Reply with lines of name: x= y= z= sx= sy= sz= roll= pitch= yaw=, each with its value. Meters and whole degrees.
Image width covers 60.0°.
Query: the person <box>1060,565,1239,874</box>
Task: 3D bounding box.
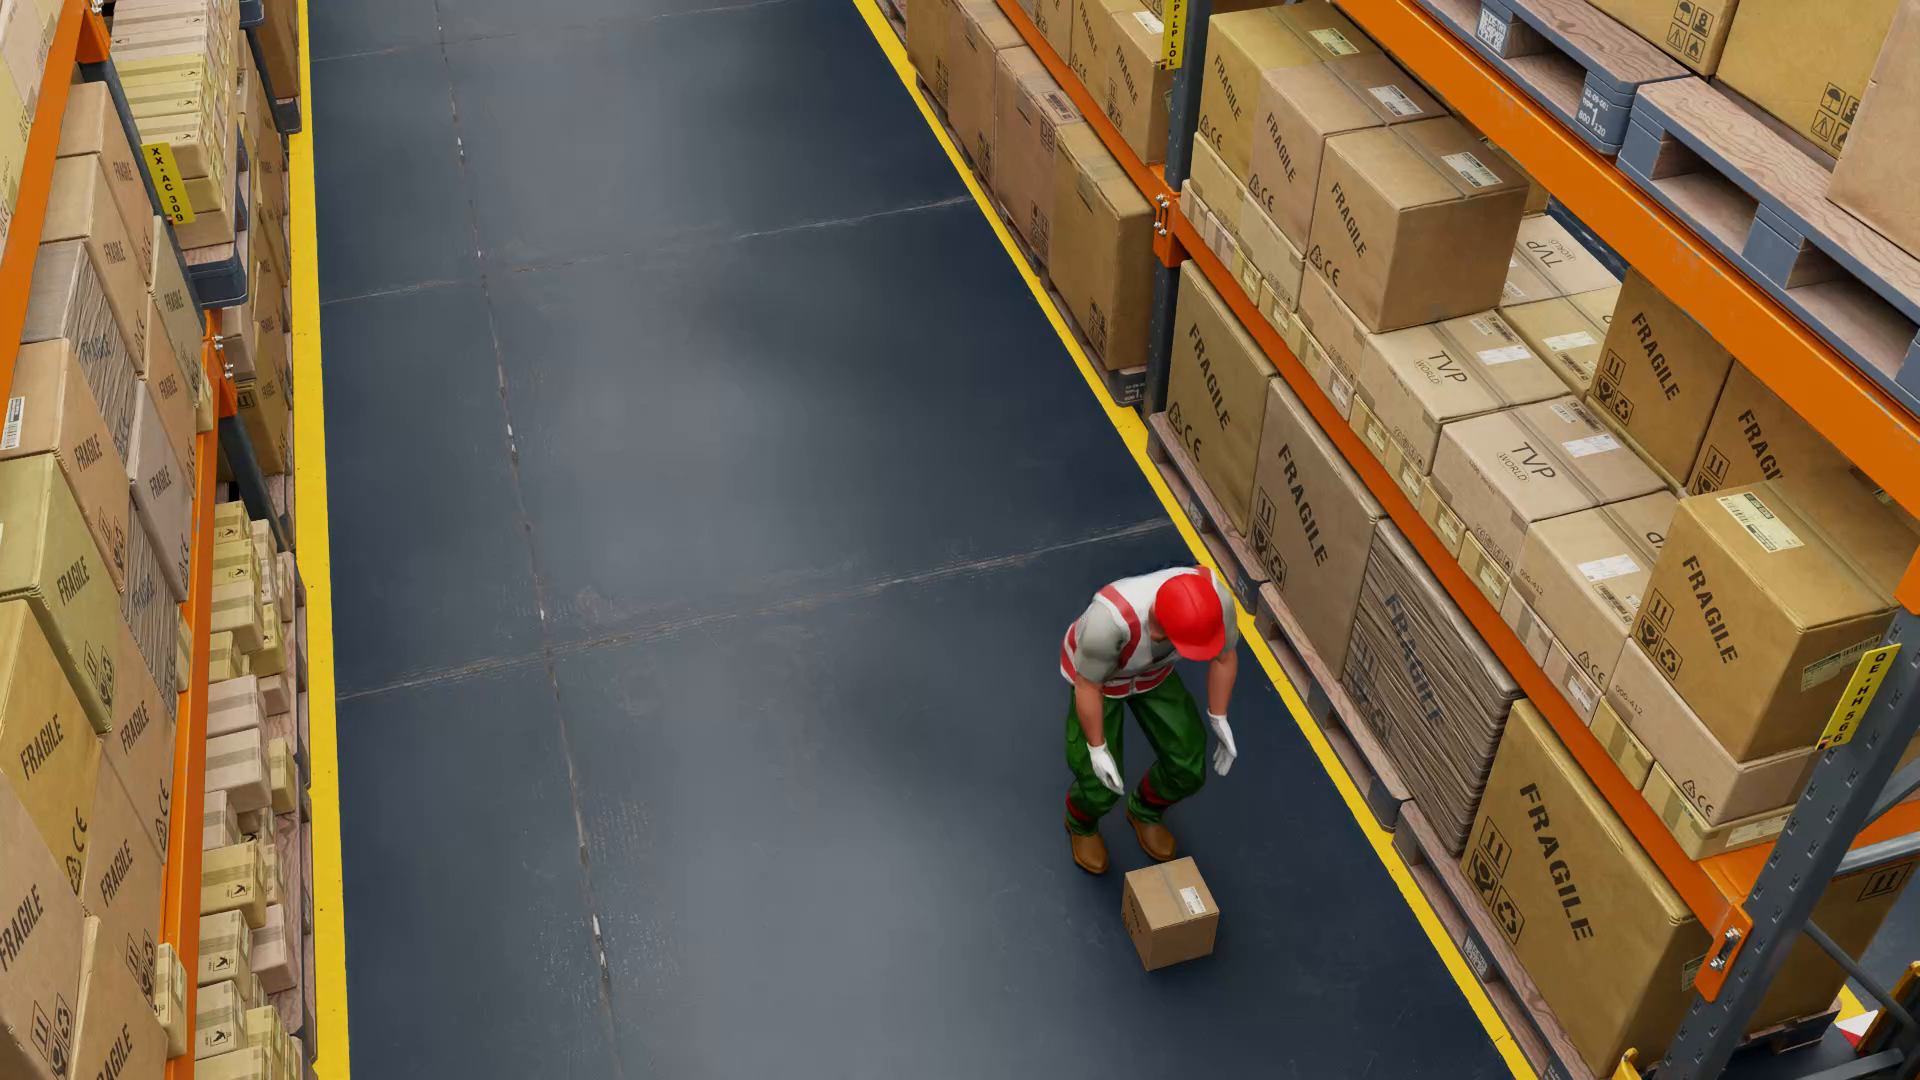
person: x=2.124 y=-3.579 z=10.334 sx=7.045 sy=1.528 sz=11.702 roll=-12 pitch=43 yaw=-13
